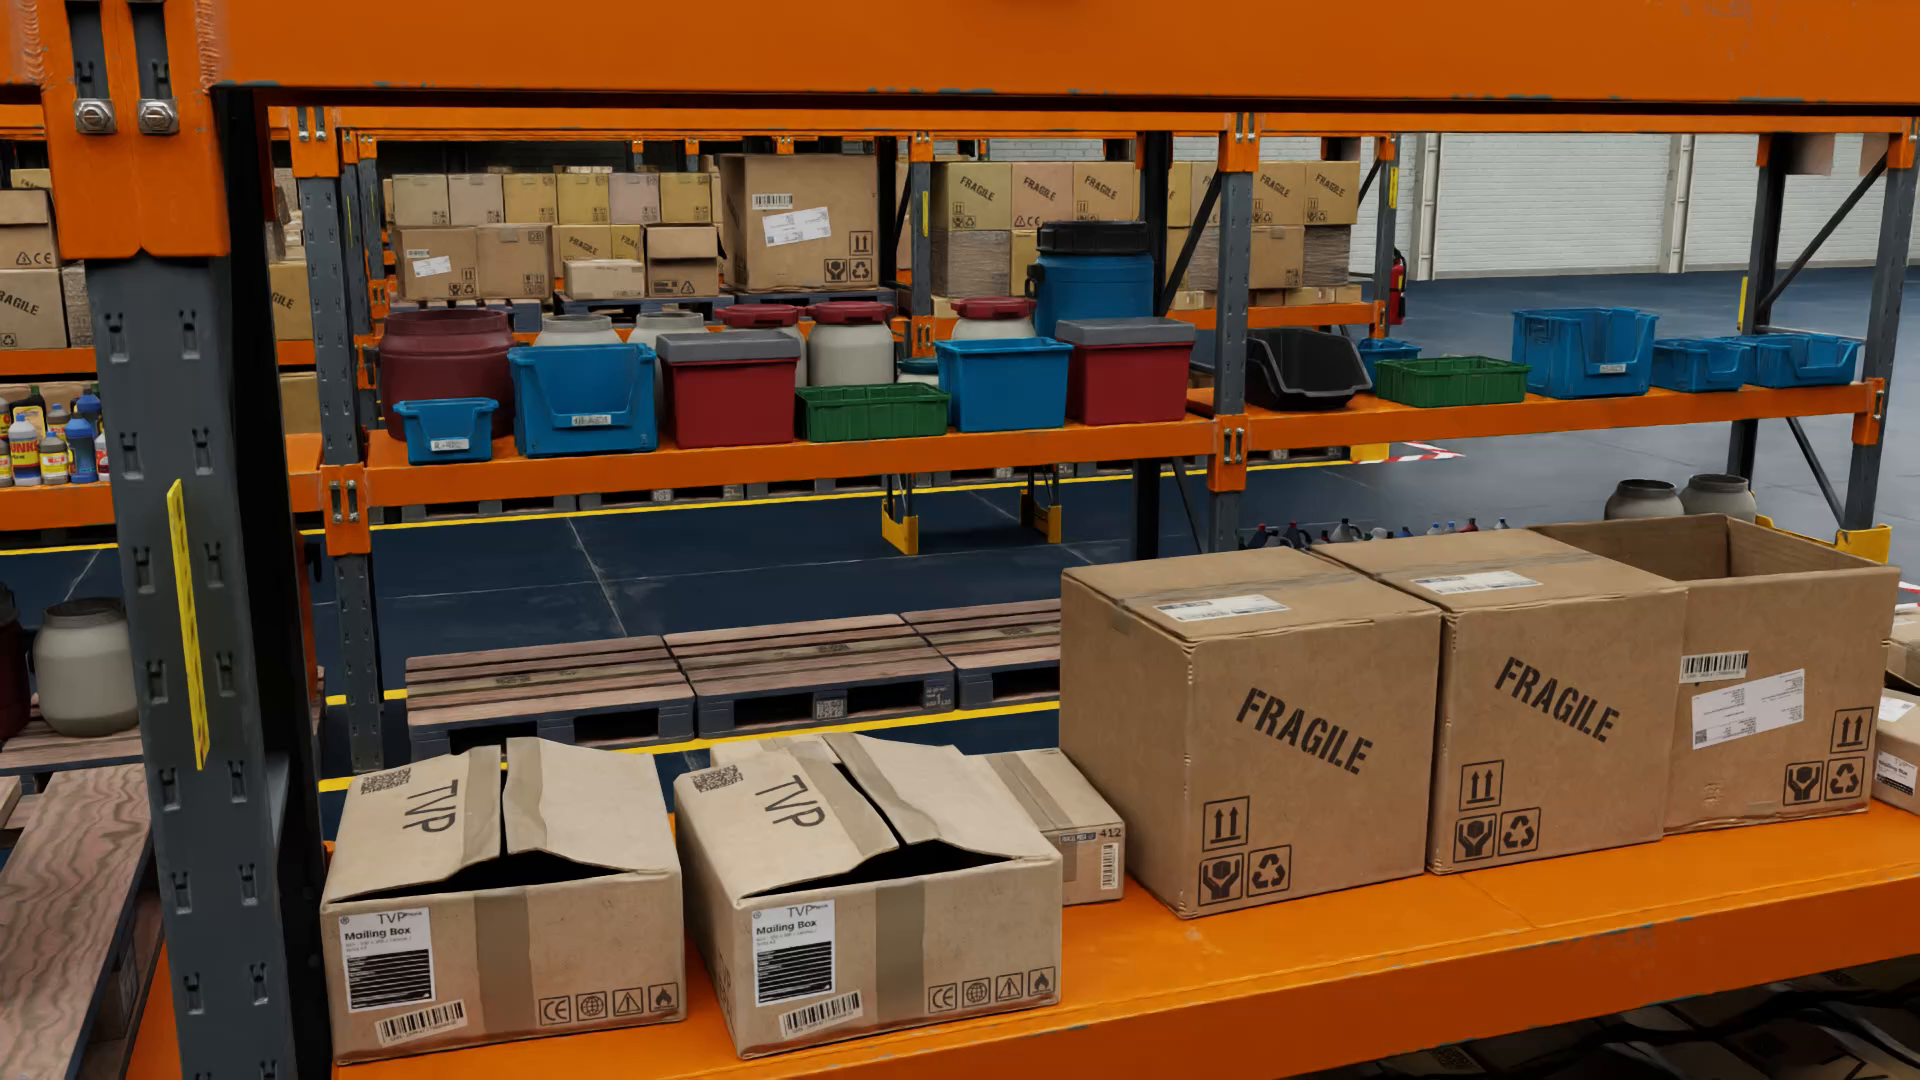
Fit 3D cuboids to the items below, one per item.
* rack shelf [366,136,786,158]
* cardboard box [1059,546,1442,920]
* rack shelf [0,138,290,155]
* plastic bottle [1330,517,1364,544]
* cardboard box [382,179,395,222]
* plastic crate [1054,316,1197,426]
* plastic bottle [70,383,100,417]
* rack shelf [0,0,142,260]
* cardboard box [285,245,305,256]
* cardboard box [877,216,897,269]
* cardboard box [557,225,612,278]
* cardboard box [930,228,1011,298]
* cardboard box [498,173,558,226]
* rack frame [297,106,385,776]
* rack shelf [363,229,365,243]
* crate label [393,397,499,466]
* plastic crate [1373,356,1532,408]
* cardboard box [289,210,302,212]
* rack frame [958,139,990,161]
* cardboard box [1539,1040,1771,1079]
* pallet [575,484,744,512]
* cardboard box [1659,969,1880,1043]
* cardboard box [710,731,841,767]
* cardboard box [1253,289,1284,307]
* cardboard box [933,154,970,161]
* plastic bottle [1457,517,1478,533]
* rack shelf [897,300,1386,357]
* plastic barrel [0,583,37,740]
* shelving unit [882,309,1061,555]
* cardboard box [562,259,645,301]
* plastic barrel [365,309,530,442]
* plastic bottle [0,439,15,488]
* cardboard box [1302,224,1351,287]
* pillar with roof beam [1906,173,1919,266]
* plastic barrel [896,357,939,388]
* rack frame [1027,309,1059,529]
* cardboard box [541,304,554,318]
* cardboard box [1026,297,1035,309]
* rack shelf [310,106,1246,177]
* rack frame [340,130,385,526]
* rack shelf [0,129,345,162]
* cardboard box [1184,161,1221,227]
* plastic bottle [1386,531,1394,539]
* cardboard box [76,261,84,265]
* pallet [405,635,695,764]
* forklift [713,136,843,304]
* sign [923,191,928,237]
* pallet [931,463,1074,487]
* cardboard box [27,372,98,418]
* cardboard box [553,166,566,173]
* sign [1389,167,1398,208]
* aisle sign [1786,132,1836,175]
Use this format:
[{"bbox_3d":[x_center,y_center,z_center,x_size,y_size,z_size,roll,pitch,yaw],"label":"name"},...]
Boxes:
[{"bbox_3d":[-3.818,-4.021,16.639,4.000,0.370,1.077,-4,14,-18],"label":"rack shelf"},{"bbox_3d":[0.513,0.328,3.066,0.500,0.500,0.500,-5,14,-21],"label":"cardboard box"},{"bbox_3d":[-9.284,-4.804,19.931,4.000,0.370,1.077,-4,14,-18],"label":"rack shelf"},{"bbox_3d":[2.150,0.048,9.233,0.185,0.351,0.144,-5,14,-18],"label":"plastic bottle"},{"bbox_3d":[-6.888,-4.223,20.647,0.500,0.500,0.500,-5,14,-20],"label":"cardboard box"},{"bbox_3d":[0.782,-0.806,7.912,0.583,0.464,0.402,-4,14,-18],"label":"plastic crate"},{"bbox_3d":[-3.741,-0.531,7.145,0.133,0.283,0.061,-4,14,-18],"label":"plastic bottle"},{"bbox_3d":[-2.967,-0.458,1.658,4.000,0.370,1.077,-4,14,-18],"label":"rack shelf"},{"bbox_3d":[-6.271,-2.691,15.611,0.250,0.149,0.380,-4,14,-18],"label":"cardboard box"},{"bbox_3d":[-1.063,-3.208,17.823,0.550,0.550,0.875,-4,14,-18],"label":"cardboard box"},{"bbox_3d":[-3.770,-2.898,16.630,0.500,0.500,0.500,-5,14,-19],"label":"cardboard box"},{"bbox_3d":[0.010,-2.177,12.955,0.500,0.500,0.875,-4,14,-18],"label":"cardboard box"},{"bbox_3d":[-4.321,-3.406,16.605,0.500,0.500,0.700,-5,14,-19],"label":"cardboard box"},{"bbox_3d":[-2.648,-0.583,7.111,0.127,3.000,1.000,-4,14,-18],"label":"rack frame"},{"bbox_3d":[-10.870,-4.433,24.853,4.000,0.370,1.077,-4,14,-18],"label":"rack shelf"},{"bbox_3d":[-2.129,-0.450,6.915,0.416,0.233,0.303,-4,14,-18],"label":"crate label"},{"bbox_3d":[2.520,-0.813,8.537,0.662,0.188,0.450,-4,14,-18],"label":"plastic crate"},{"bbox_3d":[-6.467,-3.124,16.143,0.250,0.149,0.380,-5,14,-20],"label":"cardboard box"},{"bbox_3d":[0.194,-4.433,23.297,0.127,3.000,1.000,-4,14,-18],"label":"rack frame"},{"bbox_3d":[1.462,1.238,3.278,0.500,0.311,0.500,-4,14,-18],"label":"cardboard box"},{"bbox_3d":[-2.332,-0.459,12.616,1.213,0.211,1.003,-4,14,-18],"label":"pallet"},{"bbox_3d":[1.772,1.081,3.939,0.500,0.311,0.500,-5,14,-19],"label":"cardboard box"},{"bbox_3d":[-0.307,0.499,3.105,0.250,0.149,0.380,-4,14,-18],"label":"cardboard box"},{"bbox_3d":[2.451,-2.008,13.645,0.250,0.149,0.380,-4,14,-18],"label":"cardboard box"},{"bbox_3d":[-0.221,-5.027,22.776,0.500,0.500,0.700,-5,14,-19],"label":"cardboard box"},{"bbox_3d":[2.896,0.012,9.528,0.133,0.283,0.061,-4,14,-17],"label":"plastic bottle"},{"bbox_3d":[1.459,-1.762,13.623,4.000,0.370,1.077,-4,14,-18],"label":"rack shelf"},{"bbox_3d":[-4.177,0.509,6.823,0.708,0.588,0.600,-4,14,-18],"label":"plastic barrel"},{"bbox_3d":[0.072,-0.735,10.993,1.083,1.500,0.587,-4,14,-18],"label":"shelving unit"},{"bbox_3d":[-2.566,-1.874,11.954,0.500,0.250,0.500,-5,14,-20],"label":"cardboard box"},{"bbox_3d":[-2.305,-0.750,7.518,0.708,0.536,0.600,-4,14,-18],"label":"plastic barrel"},{"bbox_3d":[-3.690,-0.305,6.373,0.097,0.201,0.097,0,13,0],"label":"plastic bottle"},{"bbox_3d":[2.825,-2.418,13.968,0.500,0.500,0.875,-4,14,-18],"label":"cardboard box"},{"bbox_3d":[21.780,-9.413,31.271,0.400,9.000,9.100,-4,14,-18],"label":"pillar with roof beam"},{"bbox_3d":[-0.160,-0.747,8.099,0.301,0.262,0.301,0,13,0],"label":"plastic barrel"},{"bbox_3d":[0.563,-0.773,11.153,0.032,1.500,0.500,-4,14,-18],"label":"rack frame"},{"bbox_3d":[-4.280,-1.965,16.874,0.750,0.750,1.050,-4,14,-17],"label":"cardboard box"},{"bbox_3d":[0.566,-1.853,12.992,0.250,0.149,0.380,-4,14,-18],"label":"cardboard box"},{"bbox_3d":[-0.752,-1.840,7.467,4.000,0.370,1.077,-4,14,-18],"label":"rack shelf"},{"bbox_3d":[-4.228,-1.669,11.678,0.127,3.000,1.000,-4,14,-18],"label":"rack frame"},{"bbox_3d":[-6.123,-2.631,10.793,4.000,0.370,1.077,-4,14,-18],"label":"rack shelf"},{"bbox_3d":[1.965,-2.770,13.286,0.500,0.500,0.500,-4,14,-18],"label":"cardboard box"},{"bbox_3d":[2.339,0.093,9.189,0.133,0.283,0.061,-4,14,-18],"label":"plastic bottle"},{"bbox_3d":[-5.748,-1.664,11.442,0.500,0.500,0.500,-5,14,-19],"label":"cardboard box"},{"bbox_3d":[-1.901,0.725,7.638,1.213,0.211,1.003,-4,14,-18],"label":"pallet"},{"bbox_3d":[-1.667,-2.572,15.623,1.130,2.935,3.031,-4,14,-18],"label":"forklift"},{"bbox_3d":[-0.256,-2.406,12.274,0.005,0.325,0.100,-4,14,-18],"label":"sign"},{"bbox_3d":[0.189,-0.665,13.482,1.213,0.211,1.003,-4,14,-18],"label":"pallet"},{"bbox_3d":[-5.736,-0.729,11.410,0.875,0.875,1.225,-4,14,-18],"label":"cardboard box"},{"bbox_3d":[-5.152,-4.791,21.635,0.250,0.149,0.380,-4,14,-15],"label":"cardboard box"},{"bbox_3d":[3.513,-2.853,13.471,0.005,0.325,0.100,-4,14,-18],"label":"sign"},{"bbox_3d":[4.909,-2.507,9.585,0.004,0.787,0.394,-4,14,-18],"label":"aisle sign"}]
